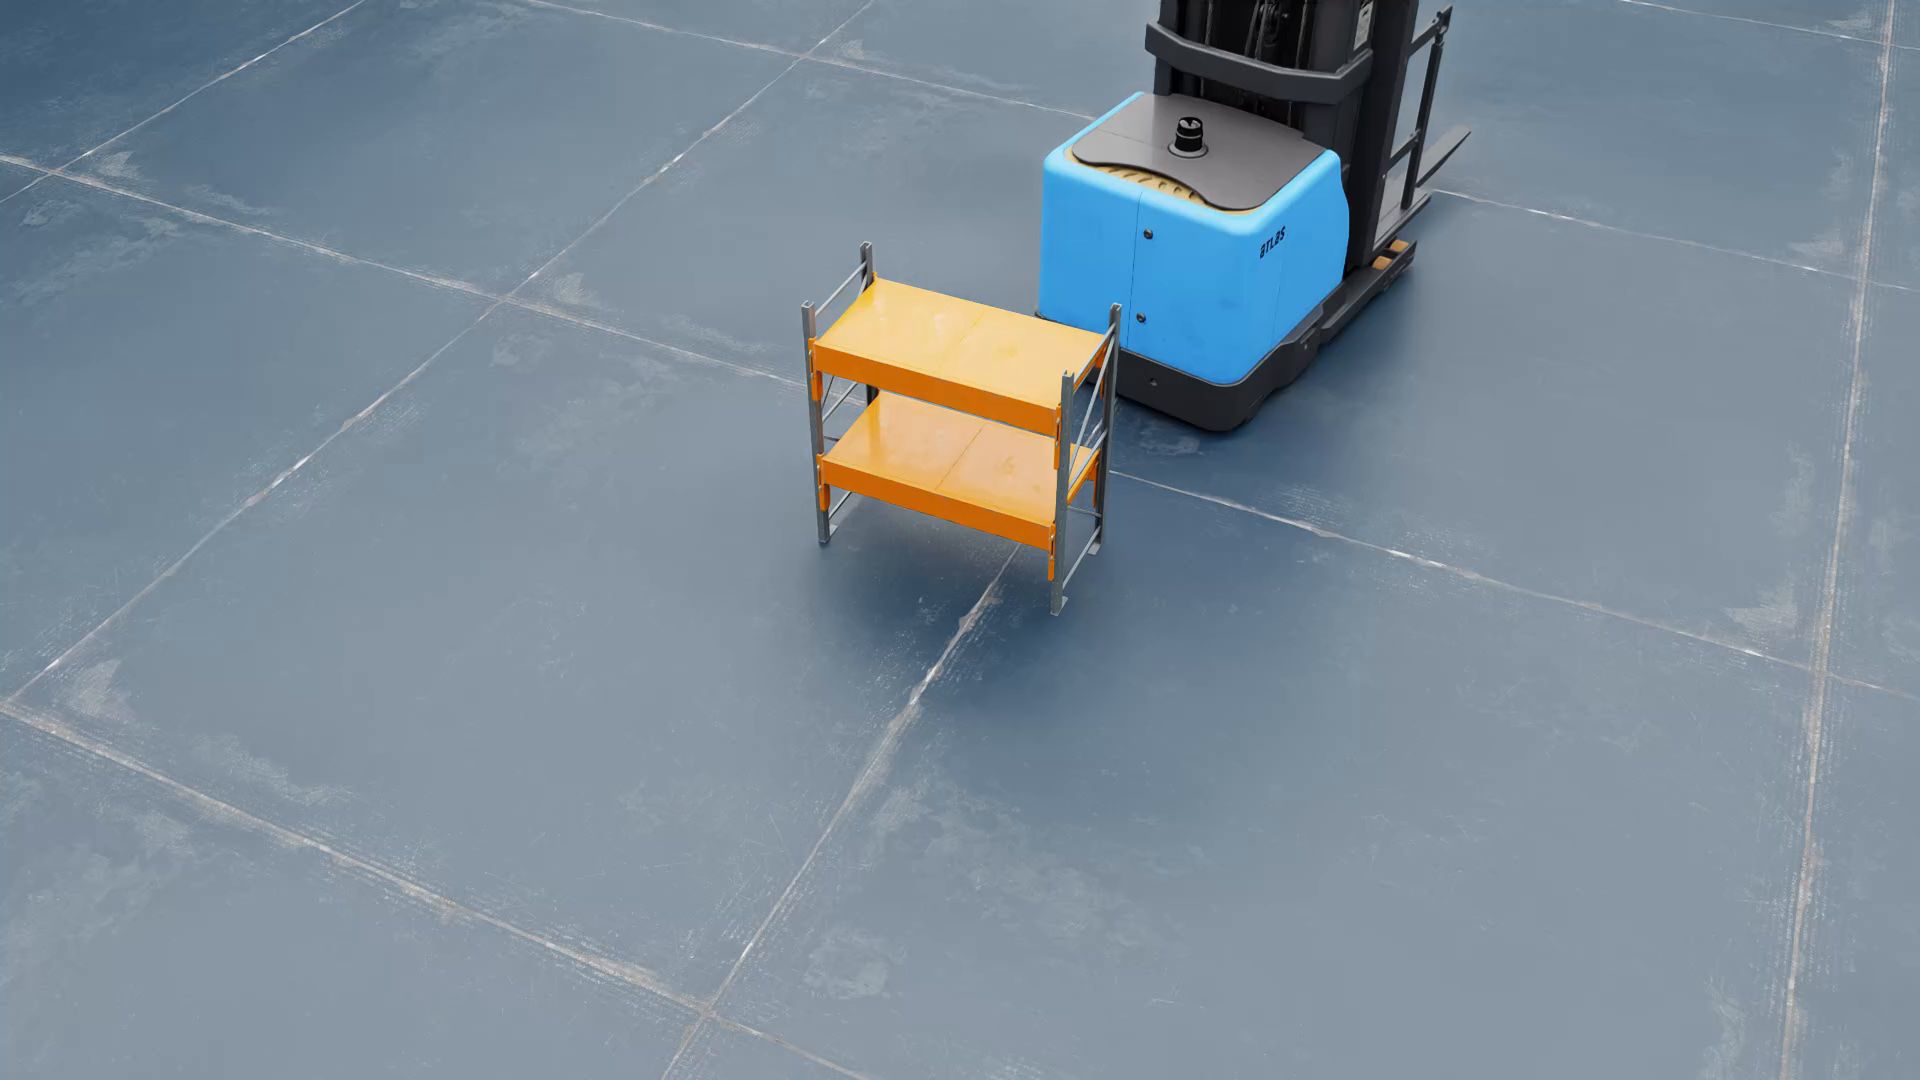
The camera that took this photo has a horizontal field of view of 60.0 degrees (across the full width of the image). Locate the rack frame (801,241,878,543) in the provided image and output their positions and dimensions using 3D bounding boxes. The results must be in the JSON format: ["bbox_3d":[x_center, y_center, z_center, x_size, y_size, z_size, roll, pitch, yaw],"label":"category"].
[{"bbox_3d":[-0.455,-0.564,6.542,0.032,1.125,0.500,17,44,19],"label":"rack frame"}]

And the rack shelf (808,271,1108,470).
[{"bbox_3d":[0.006,-0.644,6.188,1.000,0.278,0.538,17,44,19],"label":"rack shelf"}]

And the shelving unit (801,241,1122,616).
[{"bbox_3d":[0.006,-0.423,6.379,1.048,1.125,0.538,17,44,19],"label":"shelving unit"}]

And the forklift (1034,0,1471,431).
[{"bbox_3d":[1.607,-2.499,7.395,1.130,2.935,3.031,25,47,26],"label":"forklift"}]

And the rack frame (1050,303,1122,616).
[{"bbox_3d":[0.467,-0.282,6.217,0.032,1.125,0.500,17,44,19],"label":"rack frame"}]

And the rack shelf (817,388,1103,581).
[{"bbox_3d":[0.006,-0.238,6.540,1.000,0.278,0.538,17,44,19],"label":"rack shelf"}]
